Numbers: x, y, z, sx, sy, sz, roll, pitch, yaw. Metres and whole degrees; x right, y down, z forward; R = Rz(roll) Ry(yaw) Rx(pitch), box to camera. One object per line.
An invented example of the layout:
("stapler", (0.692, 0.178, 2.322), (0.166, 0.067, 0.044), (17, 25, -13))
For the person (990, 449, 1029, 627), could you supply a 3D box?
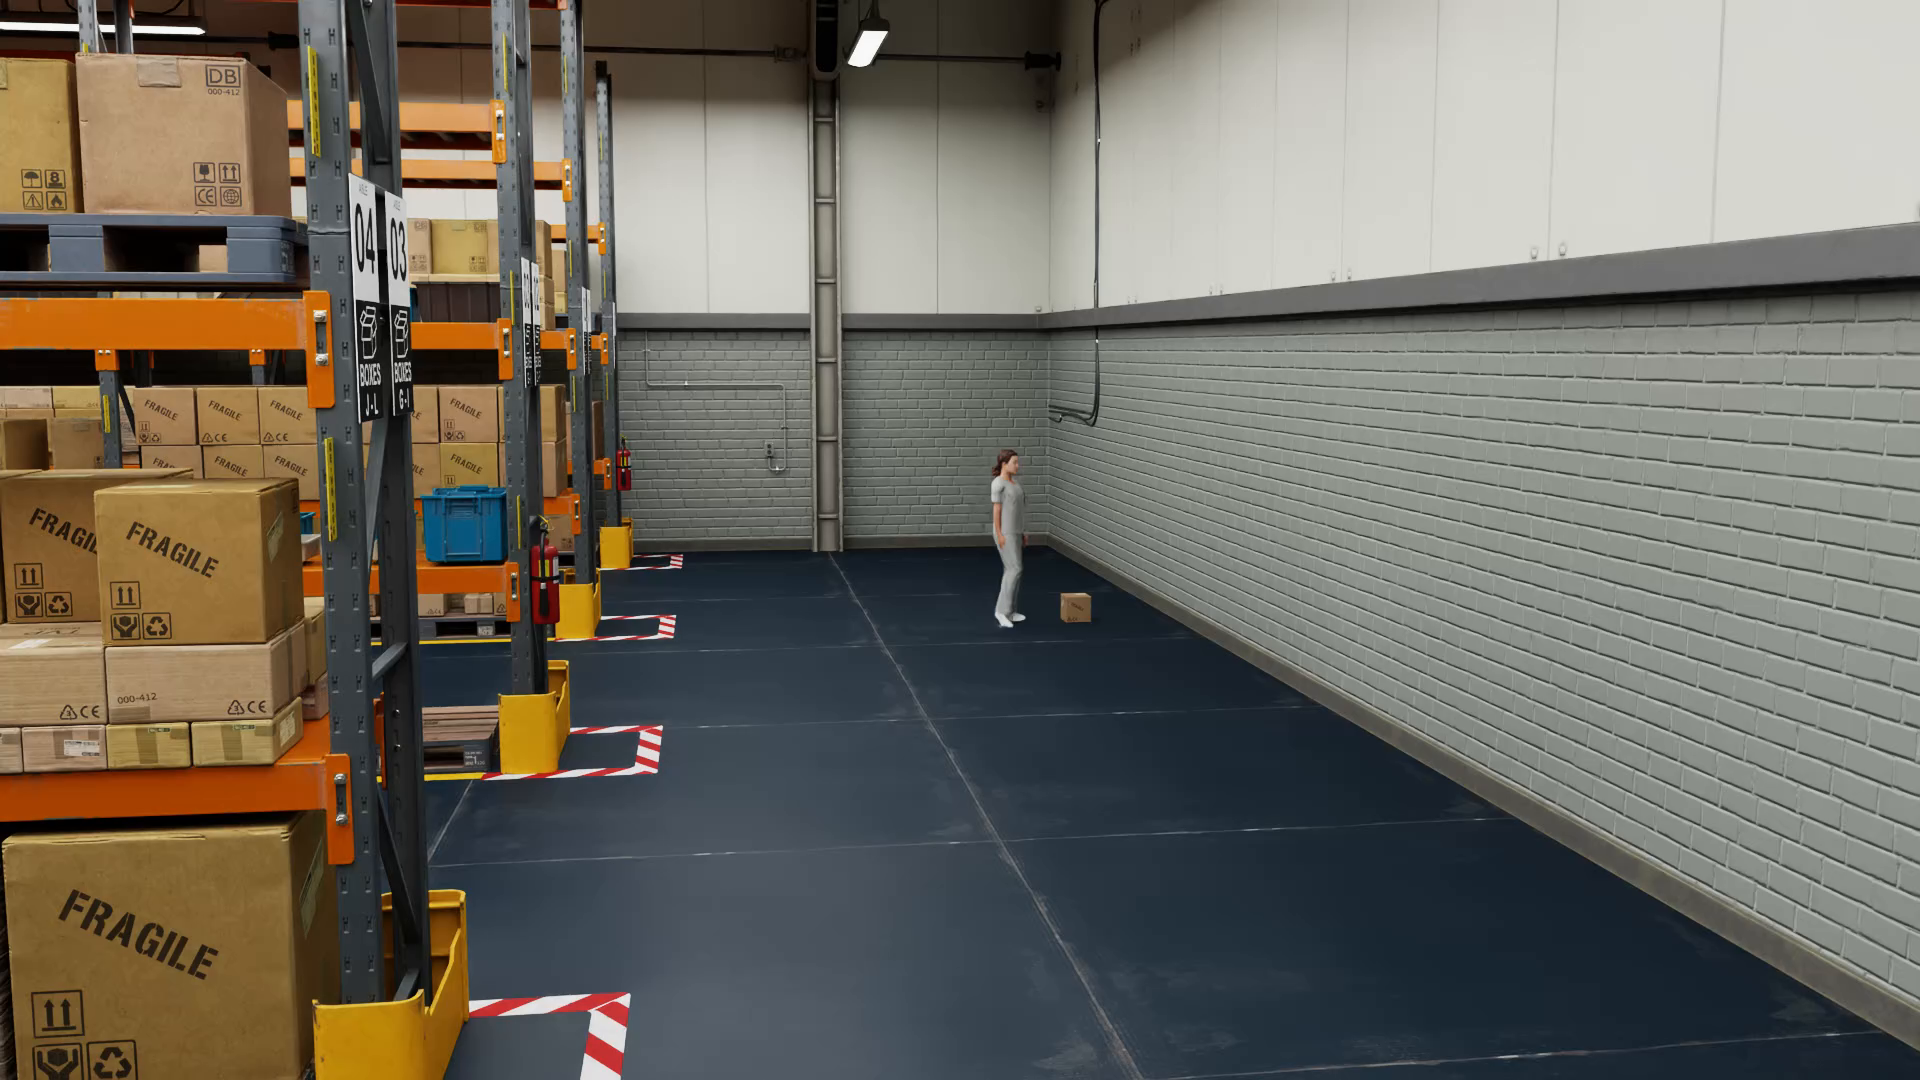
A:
("person", (0.467, -0.019, 16.095), (0.404, 1.716, 0.498), (4, 8, 29))
